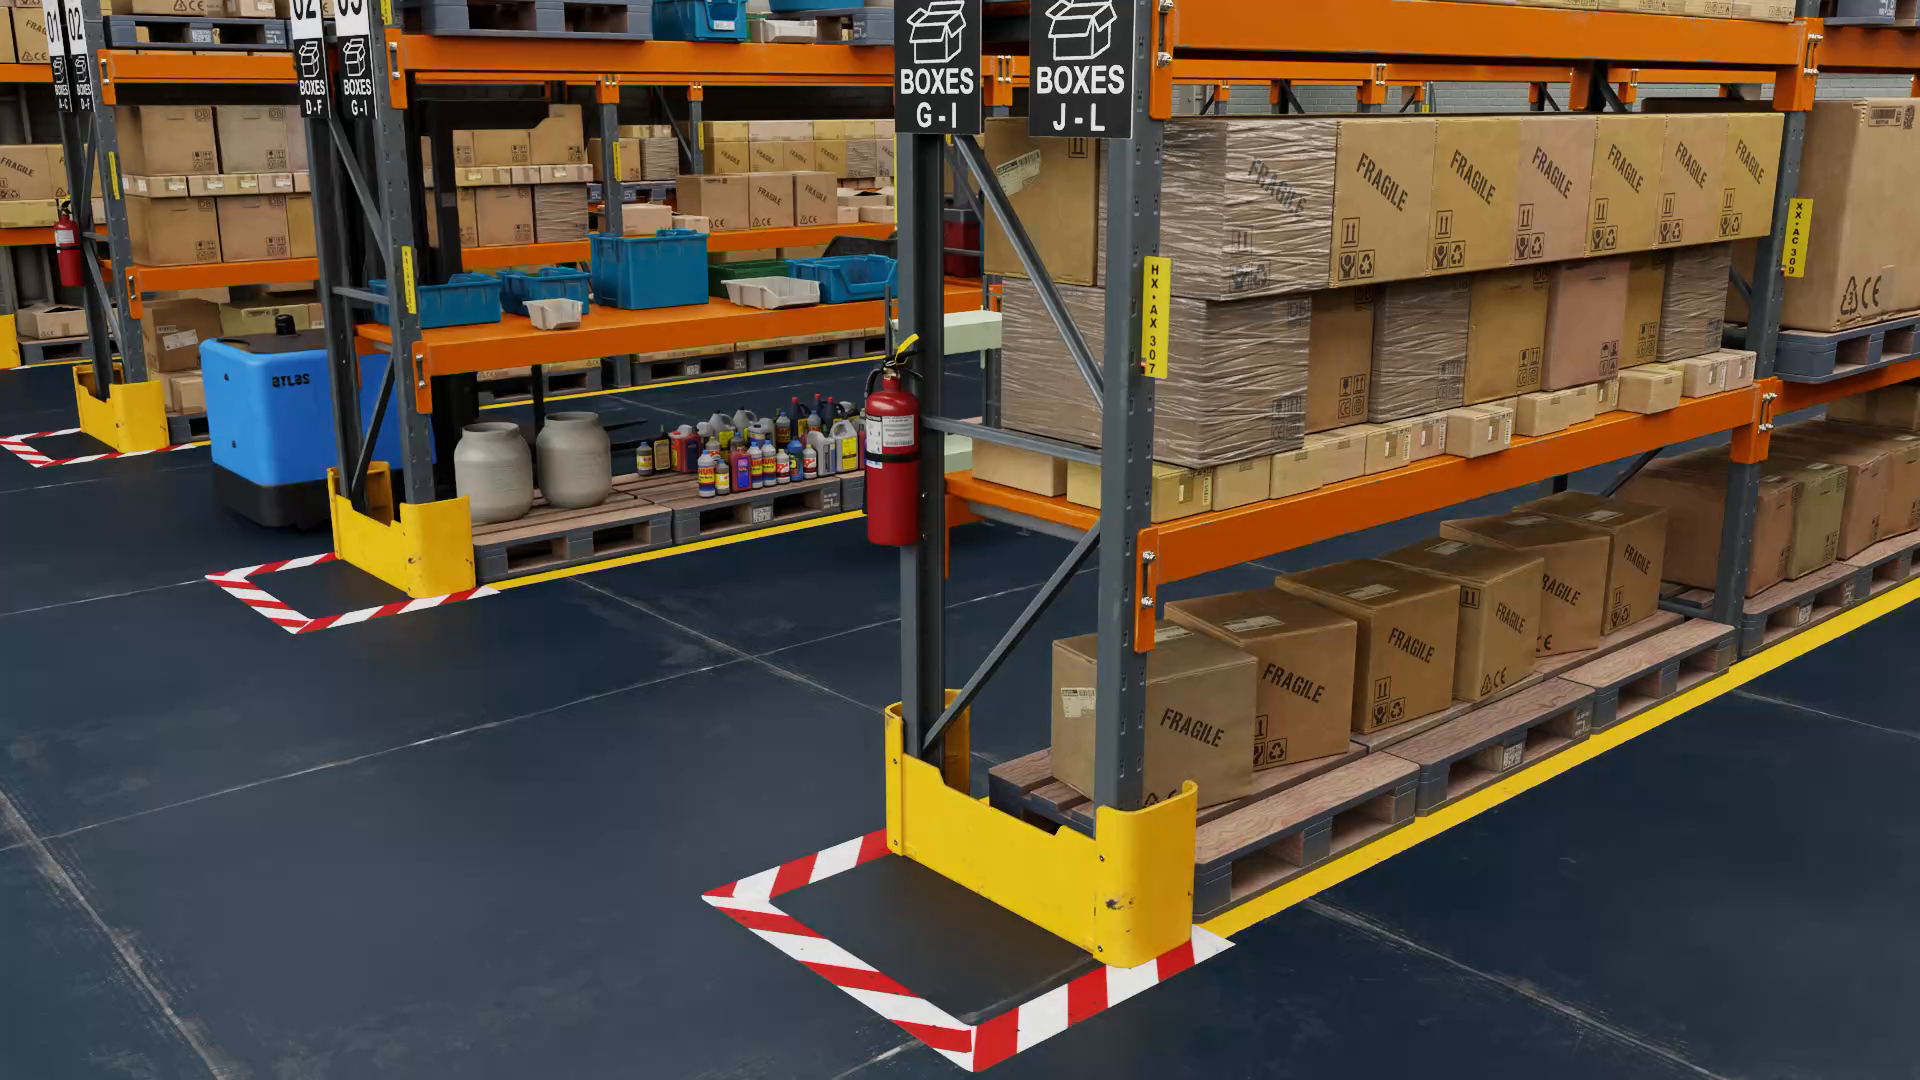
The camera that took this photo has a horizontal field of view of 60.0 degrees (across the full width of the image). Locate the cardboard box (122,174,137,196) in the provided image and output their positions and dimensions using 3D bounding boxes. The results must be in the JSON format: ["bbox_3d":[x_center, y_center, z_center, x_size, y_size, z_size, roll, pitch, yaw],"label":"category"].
[{"bbox_3d":[-6.163,-2.686,12.543,0.250,0.149,0.380,-13,20,-40],"label":"cardboard box"}]

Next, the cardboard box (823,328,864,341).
[{"bbox_3d":[-1.295,-2.143,16.475,0.500,0.250,0.500,-12,19,-38],"label":"cardboard box"}]

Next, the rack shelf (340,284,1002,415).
[{"bbox_3d":[-1.568,-1.249,10.007,4.000,0.370,1.077,-13,19,-39],"label":"rack shelf"}]

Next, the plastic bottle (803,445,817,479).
[{"bbox_3d":[-0.941,-0.491,10.347,0.097,0.201,0.097,0,15,0],"label":"plastic bottle"}]

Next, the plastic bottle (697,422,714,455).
[{"bbox_3d":[-1.667,-0.612,10.652,0.135,0.276,0.152,-13,20,-41],"label":"plastic bottle"}]

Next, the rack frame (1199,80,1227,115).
[{"bbox_3d":[2.727,-4.255,19.868,0.127,3.000,1.000,-13,19,-39],"label":"rack frame"}]

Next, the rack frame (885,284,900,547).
[{"bbox_3d":[-0.281,-0.661,9.320,0.023,1.500,0.400,-13,19,-39],"label":"rack frame"}]

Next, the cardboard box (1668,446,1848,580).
[{"bbox_3d":[4.041,-0.153,8.501,0.500,0.500,0.700,-13,20,-40],"label":"cardboard box"}]

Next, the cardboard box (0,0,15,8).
[{"bbox_3d":[-9.130,-5.194,15.402,0.500,0.500,0.500,14,21,43],"label":"cardboard box"}]

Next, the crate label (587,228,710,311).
[{"bbox_3d":[-1.866,-1.639,10.005,0.616,0.435,0.502,-13,19,-39],"label":"crate label"}]

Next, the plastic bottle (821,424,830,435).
[{"bbox_3d":[-0.831,-0.599,10.589,0.133,0.283,0.061,-13,19,-39],"label":"plastic bottle"}]

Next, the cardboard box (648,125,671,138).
[{"bbox_3d":[-3.786,-5.051,20.546,0.380,0.149,0.250,13,20,40],"label":"cardboard box"}]

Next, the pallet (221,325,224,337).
[{"bbox_3d":[-7.967,-2.188,17.533,1.213,0.211,1.003,-13,19,-39],"label":"pallet"}]

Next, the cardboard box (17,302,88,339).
[{"bbox_3d":[-8.999,-2.199,16.529,0.500,0.311,0.500,13,20,41],"label":"cardboard box"}]

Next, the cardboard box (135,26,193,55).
[{"bbox_3d":[-7.956,-4.969,16.495,0.500,0.500,0.500,-11,19,-36],"label":"cardboard box"}]

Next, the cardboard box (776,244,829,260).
[{"bbox_3d":[-2.240,-3.952,22.085,0.750,0.750,0.750,-13,20,-40],"label":"cardboard box"}]

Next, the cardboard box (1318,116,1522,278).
[{"bbox_3d":[1.526,-1.177,5.636,0.500,0.500,0.500,-13,19,-39],"label":"cardboard box"}]

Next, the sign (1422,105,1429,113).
[{"bbox_3d":[6.093,-5.534,21.798,0.005,0.325,0.100,-13,19,-39],"label":"sign"}]

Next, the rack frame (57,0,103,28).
[{"bbox_3d":[-6.326,-5.121,11.484,0.127,3.000,1.000,-13,19,-39],"label":"rack frame"}]

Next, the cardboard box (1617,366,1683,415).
[{"bbox_3d":[2.684,-0.621,6.748,0.250,0.149,0.380,-13,19,-39],"label":"cardboard box"}]

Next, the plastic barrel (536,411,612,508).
[{"bbox_3d":[-2.253,-0.470,9.703,0.421,0.512,0.421,0,15,0],"label":"plastic barrel"}]

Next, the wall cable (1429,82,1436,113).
[{"bbox_3d":[6.991,-8.183,28.966,0.112,2.526,3.097,-13,19,-39],"label":"wall cable"}]

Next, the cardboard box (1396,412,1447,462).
[{"bbox_3d":[1.484,-0.387,5.873,0.250,0.149,0.380,-13,19,-39],"label":"cardboard box"}]

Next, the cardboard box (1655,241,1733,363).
[{"bbox_3d":[2.812,-1.099,7.281,0.500,0.500,0.875,-13,19,-39],"label":"cardboard box"}]

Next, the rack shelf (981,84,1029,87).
[{"bbox_3d":[0.981,-6.660,24.451,4.000,0.370,1.077,-13,19,-39],"label":"rack shelf"}]

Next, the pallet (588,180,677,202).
[{"bbox_3d":[-4.013,-4.307,20.435,1.003,0.211,1.213,-13,19,-39],"label":"pallet"}]

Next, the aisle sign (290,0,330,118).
[{"bbox_3d":[-3.326,-2.559,8.481,0.004,0.787,0.394,-13,19,-39],"label":"aisle sign"}]

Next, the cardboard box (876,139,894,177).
[{"bbox_3d":[-1.089,-5.205,22.615,0.500,0.500,0.500,-12,19,-39],"label":"cardboard box"}]

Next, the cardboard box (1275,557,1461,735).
[{"bbox_3d":[1.569,0.399,6.475,0.500,0.500,0.500,-10,18,-34],"label":"cardboard box"}]

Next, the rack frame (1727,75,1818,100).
[{"bbox_3d":[8.993,-3.968,18.793,0.127,3.000,1.000,-13,19,-39],"label":"rack frame"}]

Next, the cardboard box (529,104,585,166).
[{"bbox_3d":[-3.639,-3.499,14.328,0.500,0.500,0.700,-13,19,-39],"label":"cardboard box"}]

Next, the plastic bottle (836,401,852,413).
[{"bbox_3d":[-0.814,-0.803,11.369,0.135,0.276,0.152,-12,19,-37],"label":"plastic bottle"}]

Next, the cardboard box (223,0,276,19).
[{"bbox_3d":[-5.323,-3.986,12.449,0.250,0.149,0.380,-13,19,-39],"label":"cardboard box"}]

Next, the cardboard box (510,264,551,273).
[{"bbox_3d":[-5.250,-3.173,19.806,0.500,0.500,0.700,-12,19,-39],"label":"cardboard box"}]

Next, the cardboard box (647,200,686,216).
[{"bbox_3d":[-2.766,-3.020,15.504,0.258,0.266,0.396,-13,20,-41],"label":"cardboard box"}]

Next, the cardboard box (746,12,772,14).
[{"bbox_3d":[-1.826,-4.792,15.541,0.500,0.250,0.500,14,20,42],"label":"cardboard box"}]

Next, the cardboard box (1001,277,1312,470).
[{"bbox_3d":[0.607,-0.573,5.313,0.500,0.500,0.875,-13,19,-39],"label":"cardboard box"}]

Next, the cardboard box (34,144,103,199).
[{"bbox_3d":[-8.644,-3.590,16.176,0.500,0.500,0.500,-13,19,-39],"label":"cardboard box"}]

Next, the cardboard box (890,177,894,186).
[{"bbox_3d":[-0.997,-4.913,22.777,0.250,0.149,0.380,-12,19,-38],"label":"cardboard box"}]

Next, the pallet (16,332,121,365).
[{"bbox_3d":[-8.887,-1.983,16.764,1.213,0.211,1.003,-13,19,-39],"label":"pallet"}]

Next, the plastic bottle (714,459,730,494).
[{"bbox_3d":[-1.427,-0.382,9.938,0.097,0.201,0.097,0,15,0],"label":"plastic bottle"}]

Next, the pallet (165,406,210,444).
[{"bbox_3d":[-5.776,-1.013,13.133,1.213,0.211,1.003,-13,19,-39],"label":"pallet"}]

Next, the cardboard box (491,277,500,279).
[{"bbox_3d":[-4.236,-2.033,14.610,0.500,0.500,0.500,-13,19,-39],"label":"cardboard box"}]

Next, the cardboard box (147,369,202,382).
[{"bbox_3d":[-6.115,-1.245,13.114,0.500,0.250,0.500,-13,19,-39],"label":"cardboard box"}]

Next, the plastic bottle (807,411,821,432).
[{"bbox_3d":[-0.971,-0.726,11.088,0.097,0.271,0.097,0,15,0],"label":"plastic bottle"}]

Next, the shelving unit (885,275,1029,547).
[{"bbox_3d":[-0.005,-0.723,9.552,0.755,1.500,0.431,-13,19,-39],"label":"shelving unit"}]

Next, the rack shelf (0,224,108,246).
[{"bbox_3d":[-8.072,-3.178,17.227,4.000,0.370,1.077,-13,19,-39],"label":"rack shelf"}]

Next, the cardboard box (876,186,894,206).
[{"bbox_3d":[-0.594,-3.482,17.144,0.500,0.311,0.500,-11,19,-36],"label":"cardboard box"}]

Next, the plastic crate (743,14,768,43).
[{"bbox_3d":[-1.429,-3.068,10.020,0.450,0.188,0.336,-13,19,-39],"label":"plastic crate"}]

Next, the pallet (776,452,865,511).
[{"bbox_3d":[-0.594,-0.482,11.147,1.213,0.211,1.003,-13,19,-39],"label":"pallet"}]

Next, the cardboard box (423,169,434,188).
[{"bbox_3d":[-4.332,-2.959,13.565,0.250,0.149,0.380,-12,19,-38],"label":"cardboard box"}]

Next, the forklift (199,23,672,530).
[{"bbox_3d":[-3.238,-1.770,10.695,3.031,2.935,1.130,-12,19,-39],"label":"forklift"}]

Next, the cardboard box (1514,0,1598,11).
[{"bbox_3d":[1.858,-1.962,5.762,0.500,0.250,0.500,-12,19,-38],"label":"cardboard box"}]

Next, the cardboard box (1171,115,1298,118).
[{"bbox_3d":[0.800,-1.196,5.706,0.500,0.500,0.500,-13,19,-39],"label":"cardboard box"}]

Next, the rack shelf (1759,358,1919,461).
[{"bbox_3d":[4.700,-0.962,8.934,4.000,0.370,1.077,-13,19,-39],"label":"rack shelf"}]

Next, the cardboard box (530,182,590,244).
[{"bbox_3d":[-3.639,-2.872,14.496,0.500,0.500,0.700,-13,20,-41],"label":"cardboard box"}]
